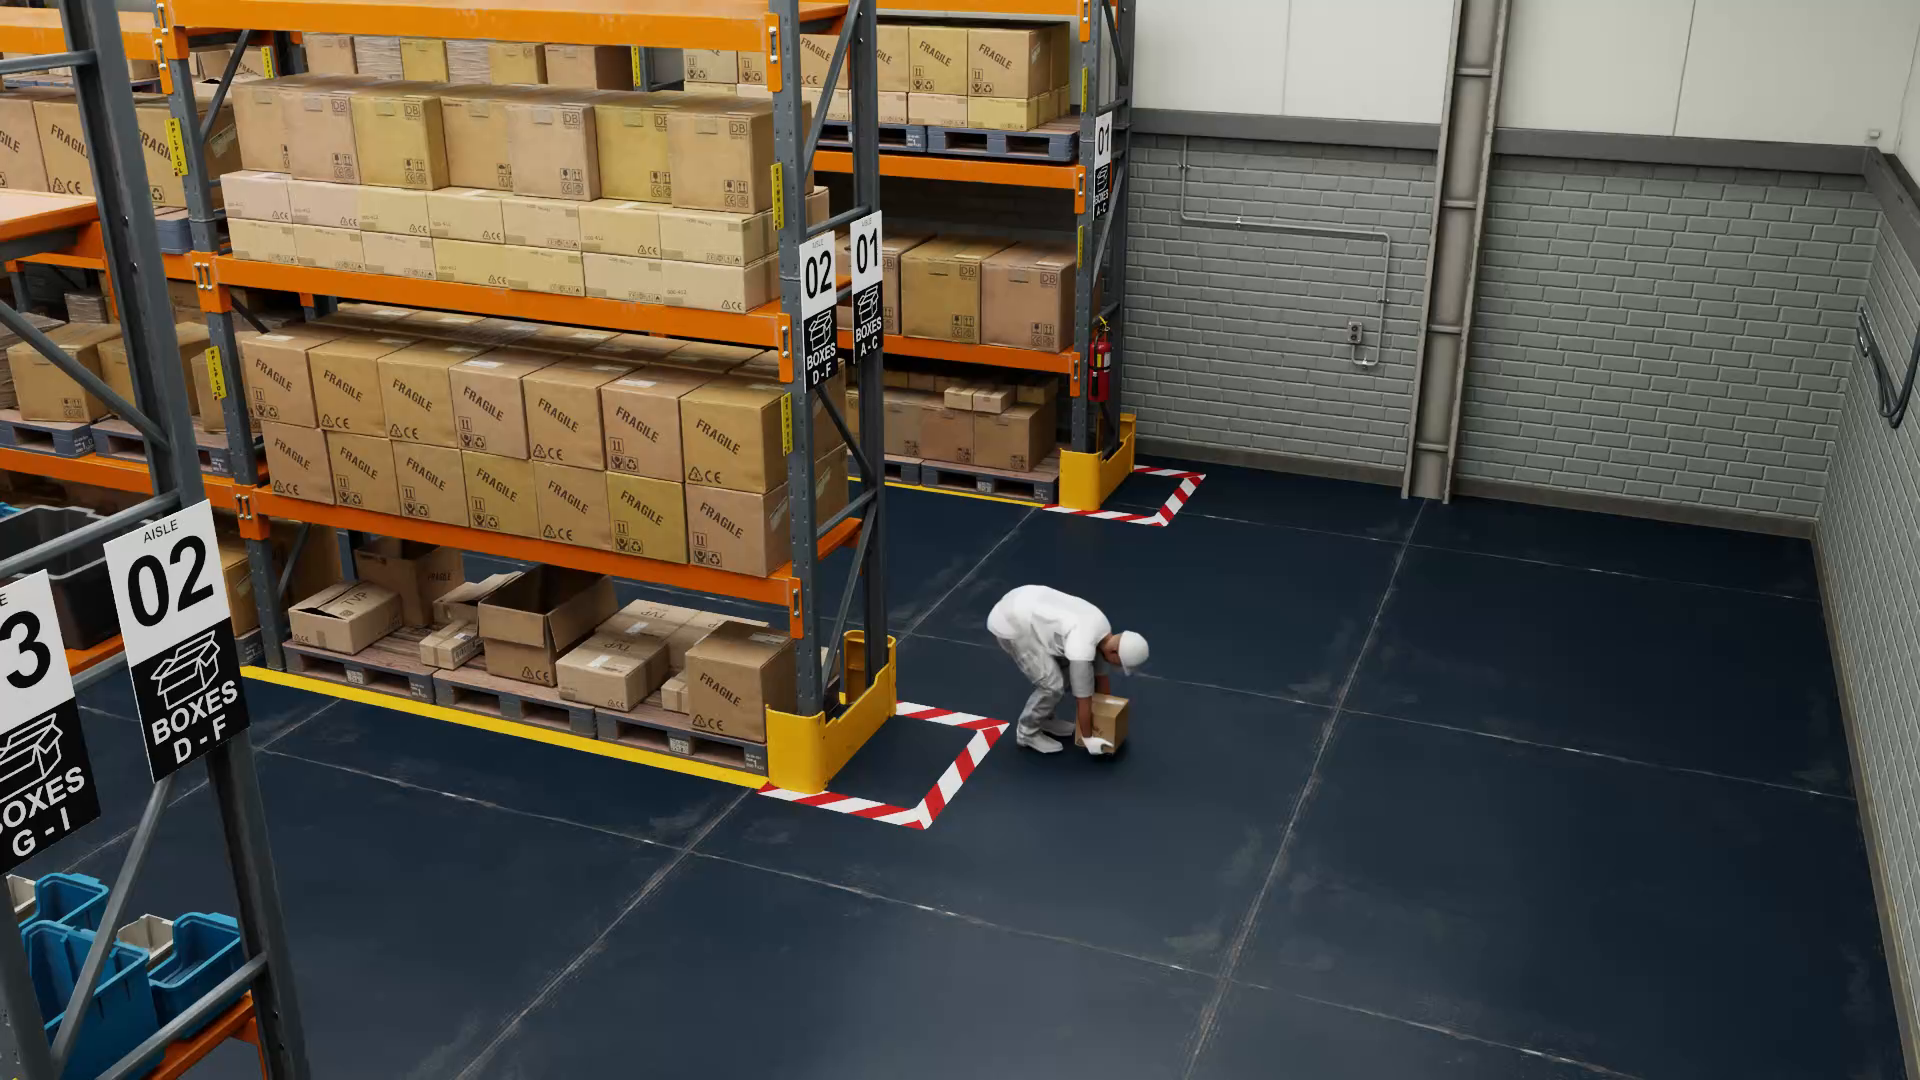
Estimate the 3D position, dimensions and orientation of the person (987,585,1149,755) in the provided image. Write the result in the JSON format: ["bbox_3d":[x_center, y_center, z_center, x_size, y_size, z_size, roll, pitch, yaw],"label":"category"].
[{"bbox_3d":[0.655,0.785,10.027,0.980,0.989,0.523,9,24,22],"label":"person"}]
